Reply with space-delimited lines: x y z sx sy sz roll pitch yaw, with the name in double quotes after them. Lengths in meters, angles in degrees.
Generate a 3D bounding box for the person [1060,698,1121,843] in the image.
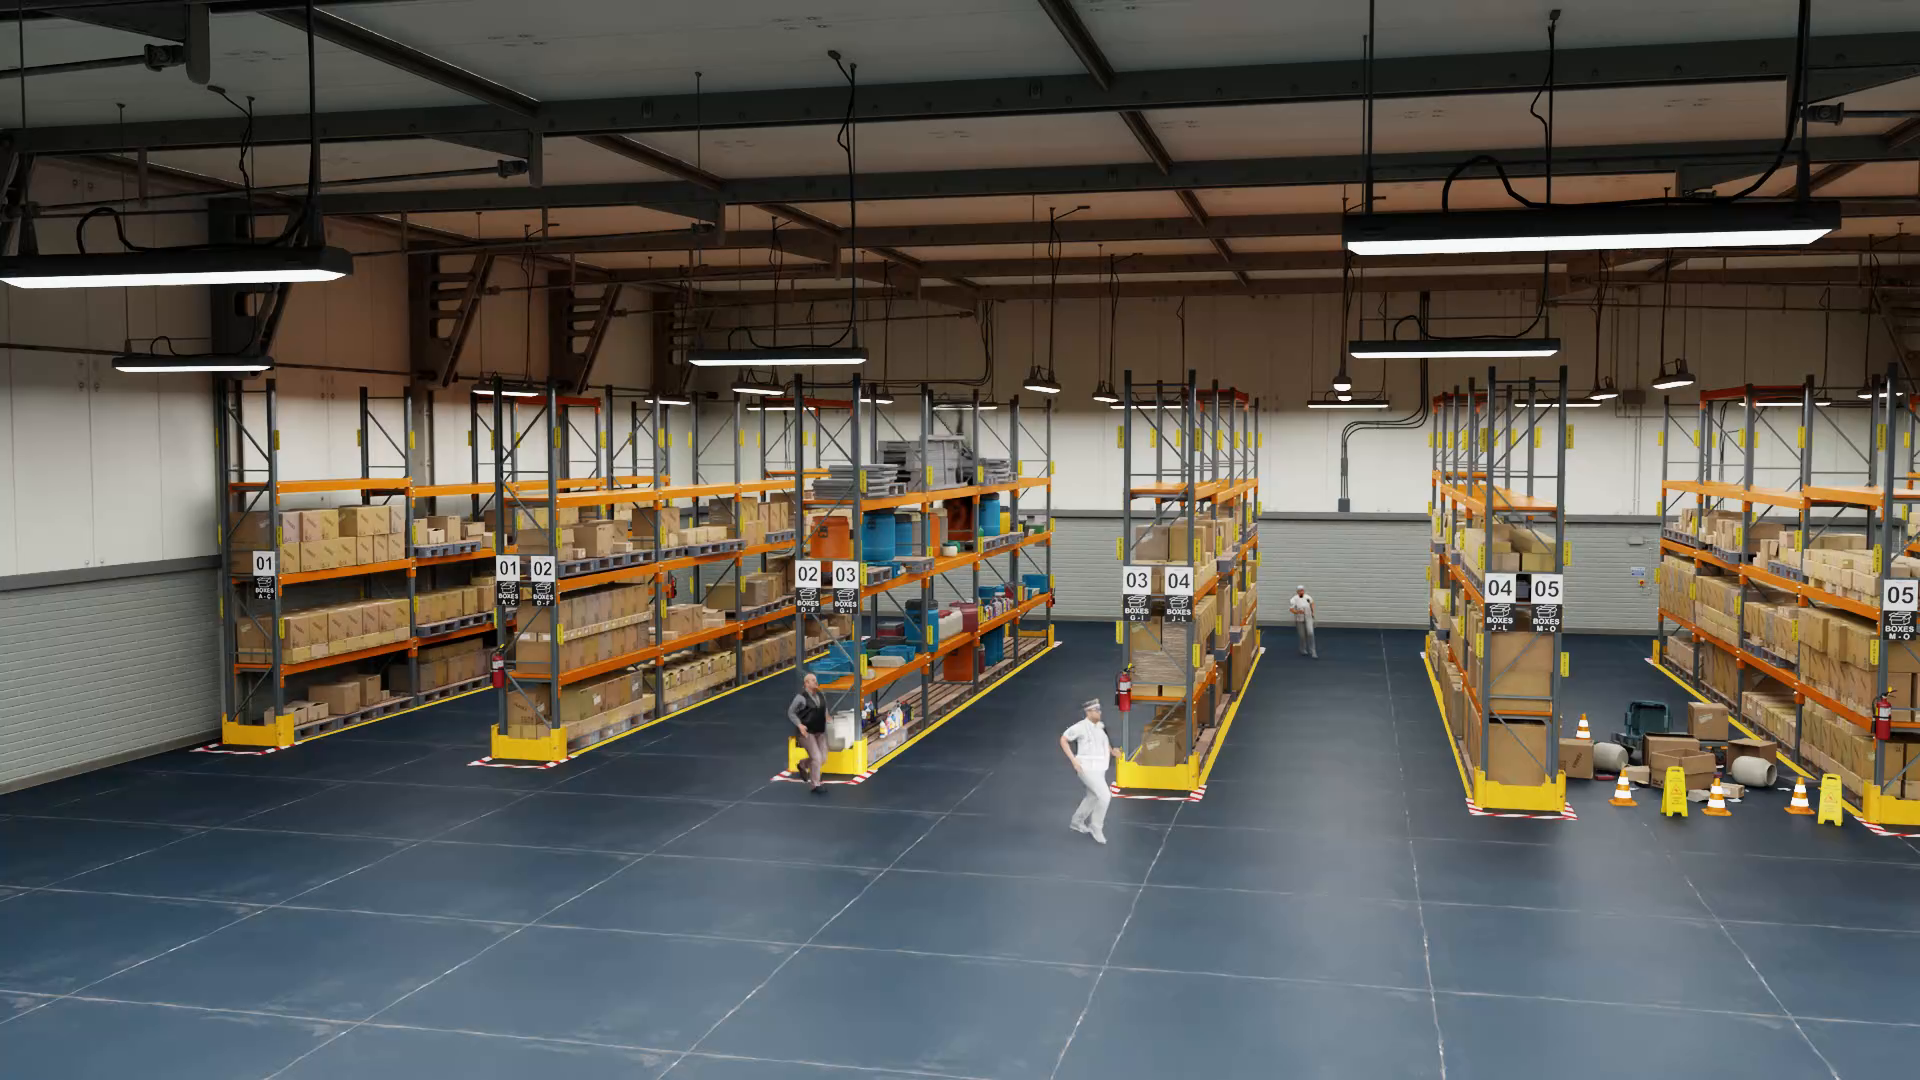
1.661 2.894 20.859 0.748 1.817 0.668 2 4 36 "person"

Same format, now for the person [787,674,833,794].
-2.139 2.739 23.651 0.716 1.687 0.658 3 5 43 "person"

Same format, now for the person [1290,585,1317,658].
7.936 1.879 38.571 0.611 1.677 0.829 0 3 3 "person"
